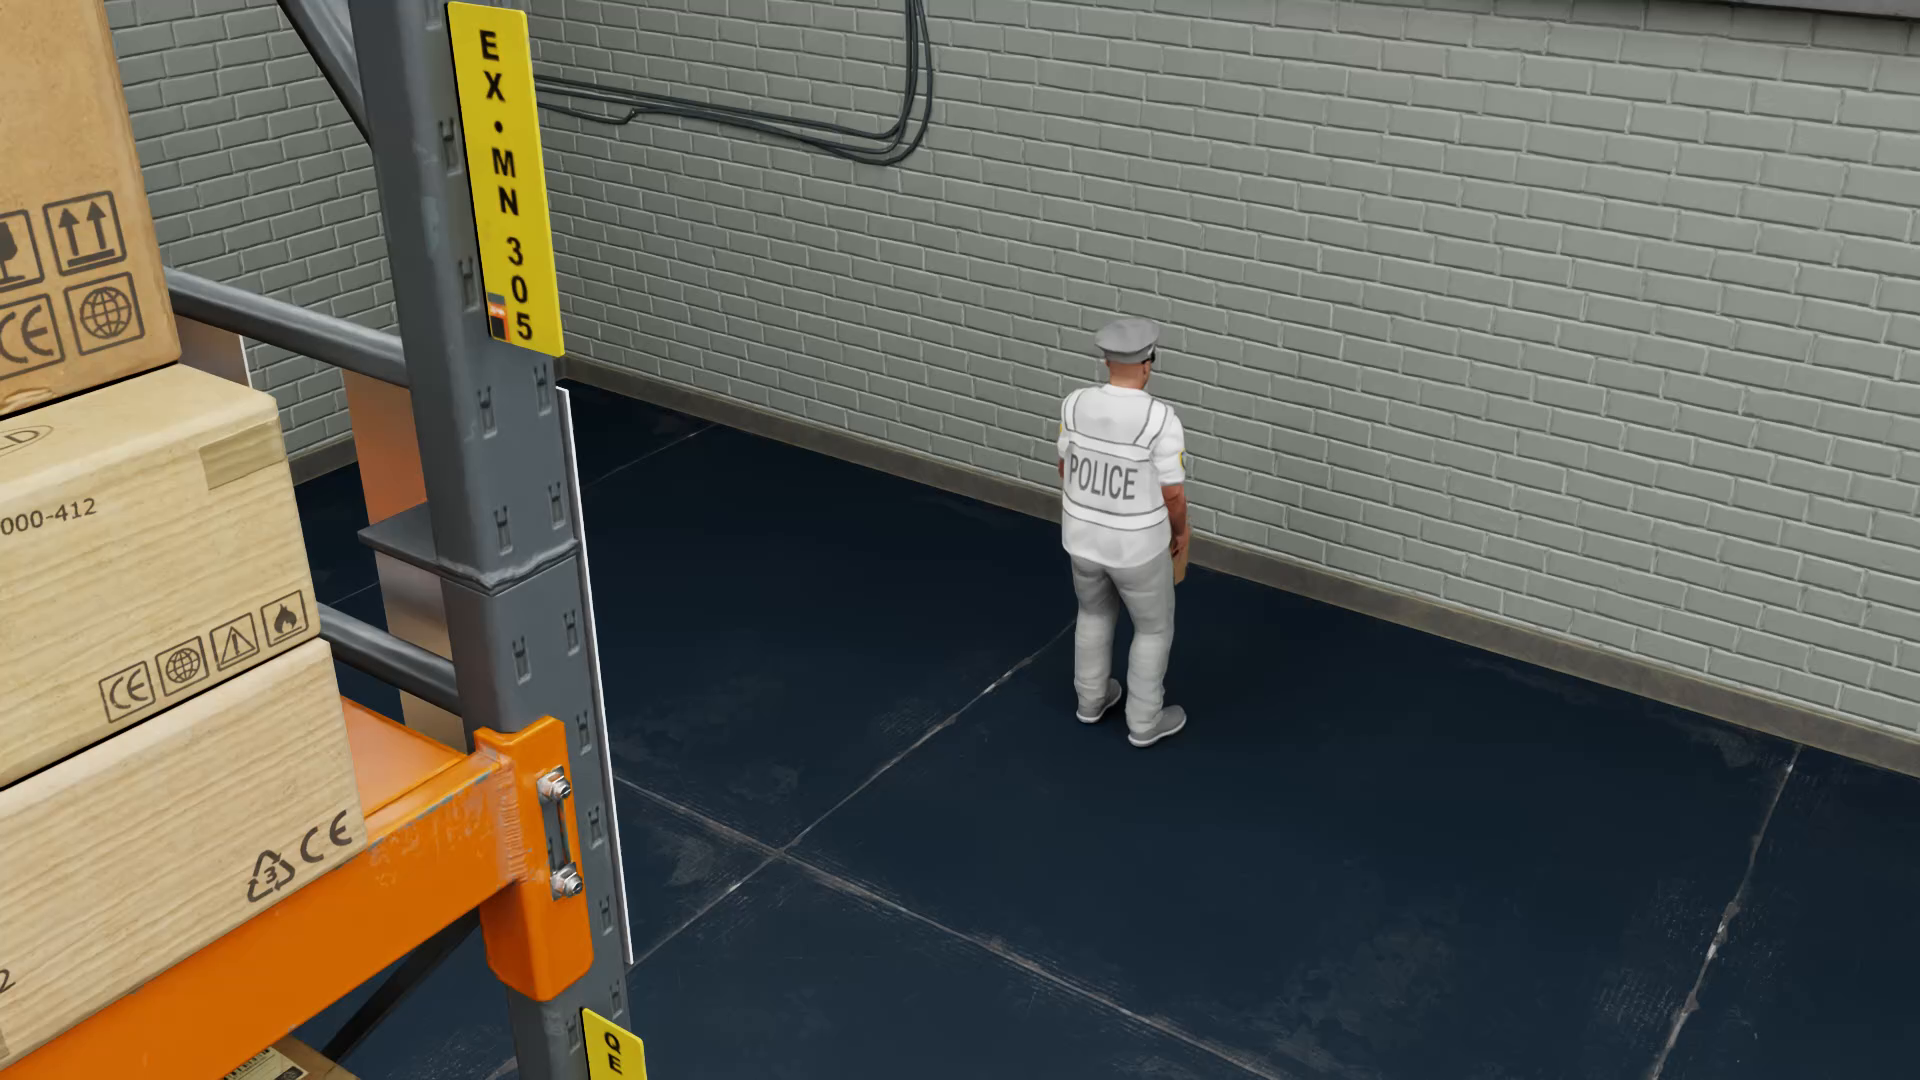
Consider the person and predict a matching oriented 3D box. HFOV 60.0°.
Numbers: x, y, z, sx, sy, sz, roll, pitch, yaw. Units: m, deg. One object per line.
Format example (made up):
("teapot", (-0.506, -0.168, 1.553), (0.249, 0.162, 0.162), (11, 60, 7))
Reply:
("person", (0.648, -0.019, 6.630), (0.547, 1.763, 0.470), (17, 31, 29))
